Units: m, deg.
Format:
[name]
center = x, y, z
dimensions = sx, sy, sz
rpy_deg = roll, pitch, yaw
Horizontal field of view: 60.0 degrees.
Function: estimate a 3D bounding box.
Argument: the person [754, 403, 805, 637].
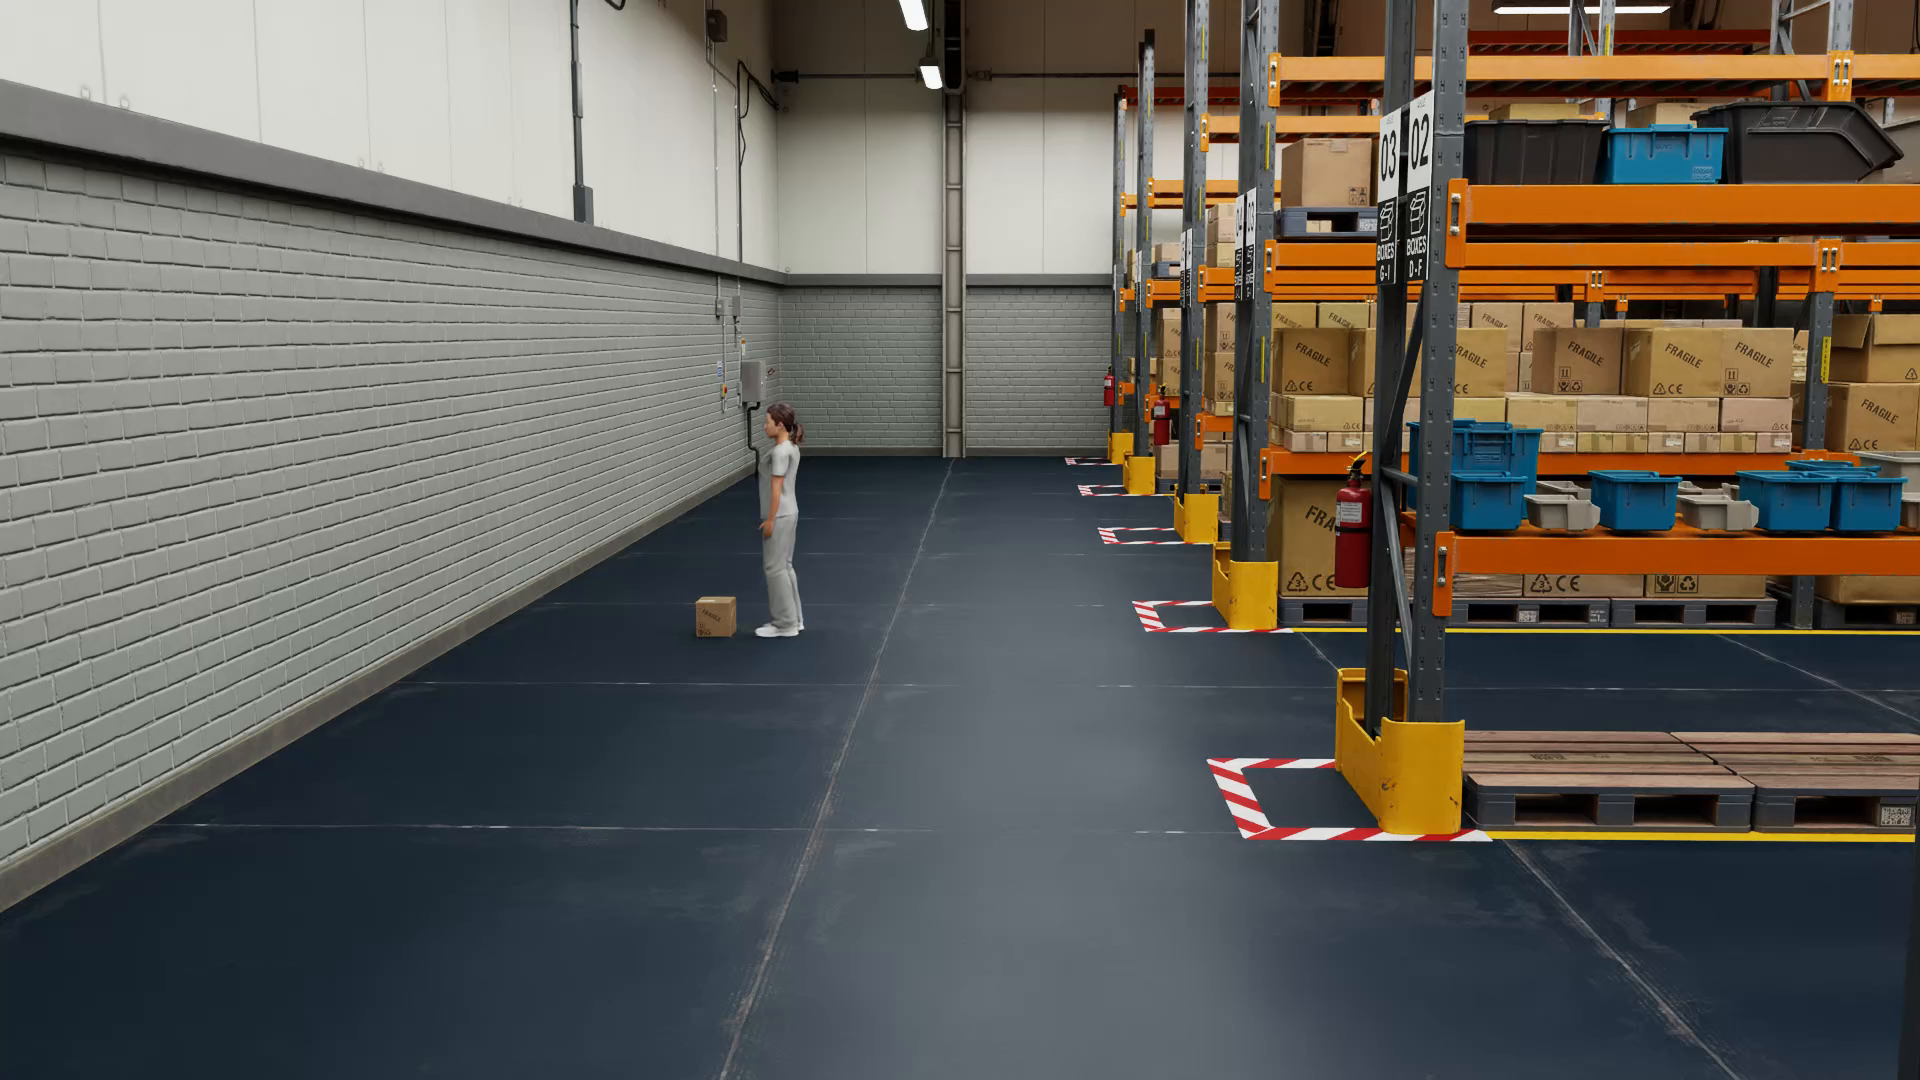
[person]
center = -1.284, -0.142, 11.932
dimensions = 0.363, 1.676, 0.438
rpy_deg = 0, 7, 3
